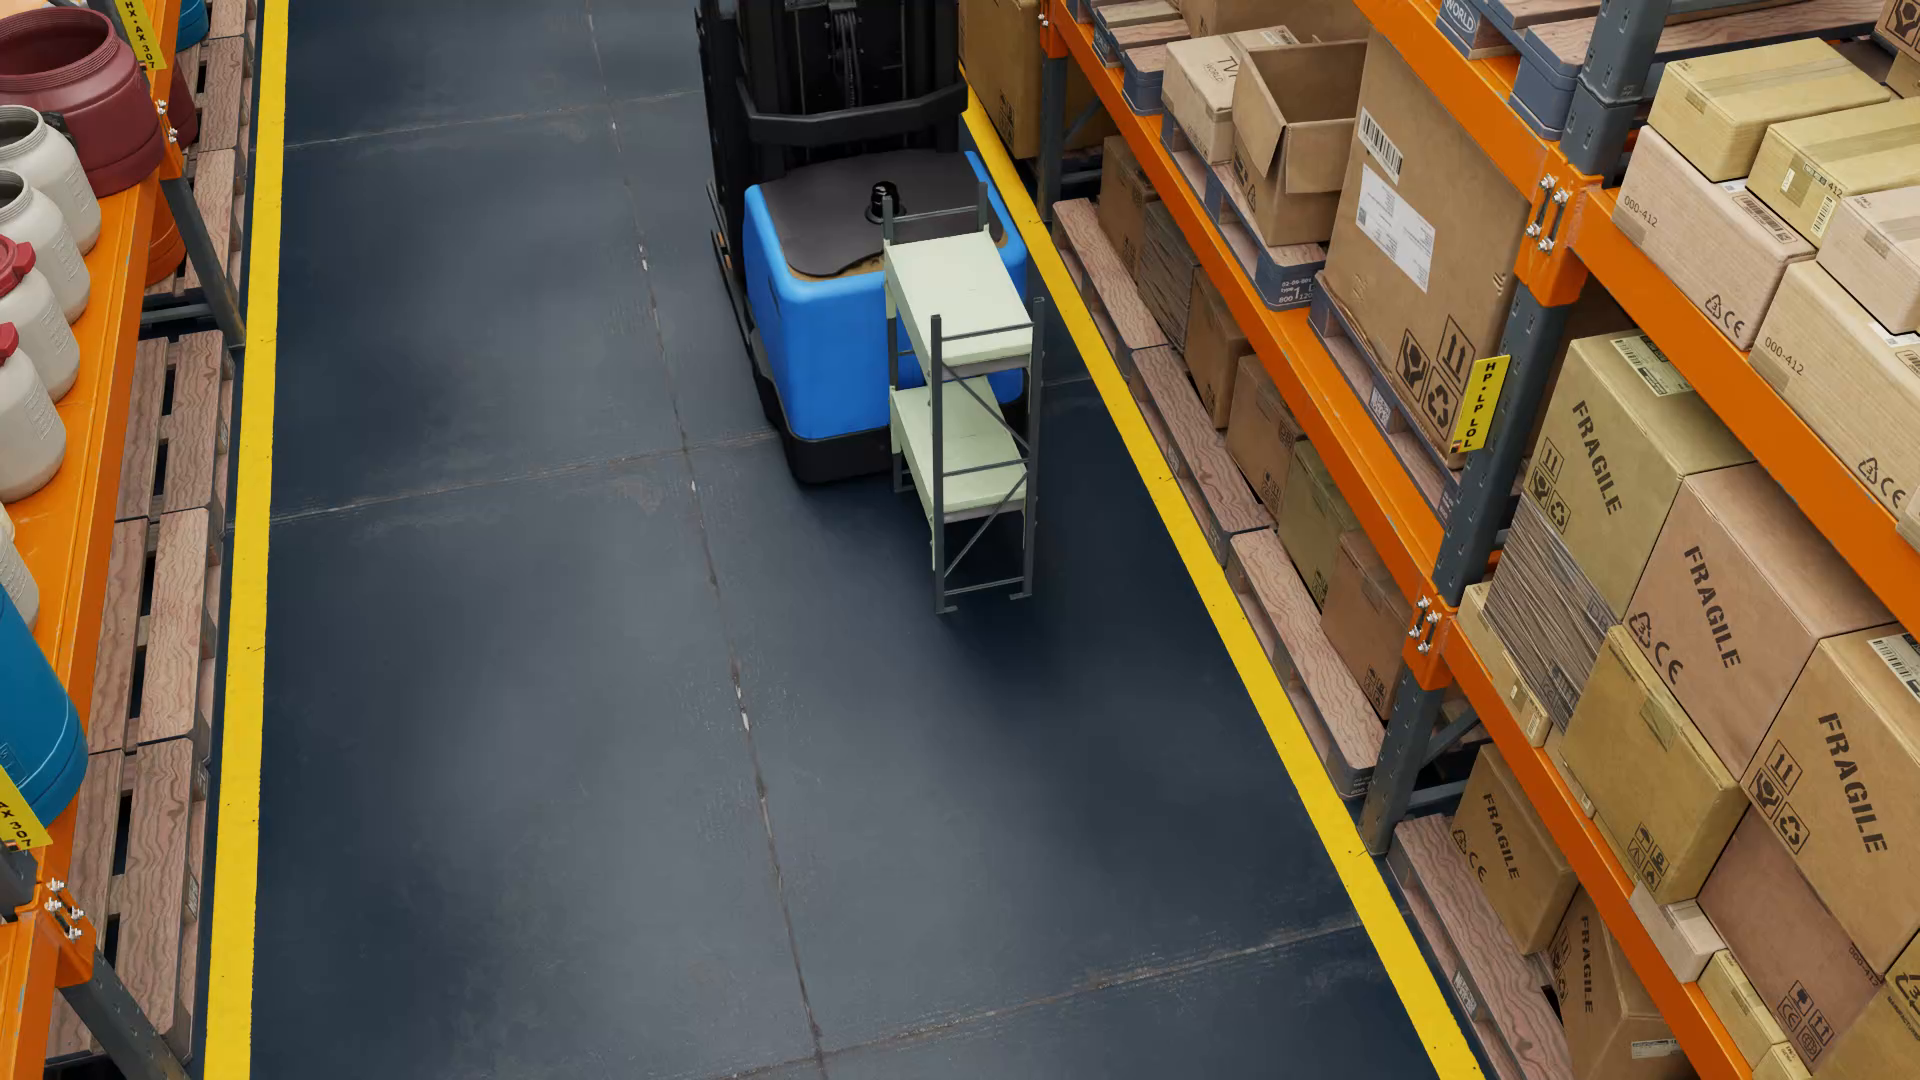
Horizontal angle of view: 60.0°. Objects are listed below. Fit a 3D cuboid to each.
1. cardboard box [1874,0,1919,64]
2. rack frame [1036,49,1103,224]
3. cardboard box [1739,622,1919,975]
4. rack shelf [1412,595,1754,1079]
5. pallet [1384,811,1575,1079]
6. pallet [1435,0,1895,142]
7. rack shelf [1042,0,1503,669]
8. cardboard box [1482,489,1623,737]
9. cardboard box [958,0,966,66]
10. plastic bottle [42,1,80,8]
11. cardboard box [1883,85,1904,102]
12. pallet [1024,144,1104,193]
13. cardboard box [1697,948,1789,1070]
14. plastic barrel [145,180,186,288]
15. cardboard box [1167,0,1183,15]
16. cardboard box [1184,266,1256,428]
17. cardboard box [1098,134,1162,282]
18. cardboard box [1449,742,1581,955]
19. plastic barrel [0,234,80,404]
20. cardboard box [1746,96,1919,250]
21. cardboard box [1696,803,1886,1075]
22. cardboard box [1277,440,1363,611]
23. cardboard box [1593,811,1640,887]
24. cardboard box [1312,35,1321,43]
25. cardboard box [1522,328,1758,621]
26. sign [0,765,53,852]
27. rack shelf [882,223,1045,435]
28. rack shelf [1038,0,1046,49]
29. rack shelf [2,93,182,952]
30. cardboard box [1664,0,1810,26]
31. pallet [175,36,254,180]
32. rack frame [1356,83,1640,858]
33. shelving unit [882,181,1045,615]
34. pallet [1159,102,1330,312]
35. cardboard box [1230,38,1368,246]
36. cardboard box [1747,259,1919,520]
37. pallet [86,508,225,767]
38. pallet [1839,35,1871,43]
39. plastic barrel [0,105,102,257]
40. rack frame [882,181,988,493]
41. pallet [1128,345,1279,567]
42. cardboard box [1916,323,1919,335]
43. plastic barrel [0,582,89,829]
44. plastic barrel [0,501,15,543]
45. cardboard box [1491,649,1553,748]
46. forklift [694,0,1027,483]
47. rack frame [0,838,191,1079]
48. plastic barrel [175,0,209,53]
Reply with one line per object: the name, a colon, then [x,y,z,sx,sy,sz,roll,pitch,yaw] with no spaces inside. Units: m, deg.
cardboard box: [2.284,-1.158,3.306,0.500,0.500,0.500,-12,47,-11]
rack frame: [0.899,-2.819,7.664,1.000,3.000,0.127,-11,47,-10]
cardboard box: [2.049,0.501,3.432,0.500,0.500,0.500,-11,47,-10]
rack shelf: [2.435,1.575,3.861,1.077,0.370,4.000,-11,47,-10]
pallet: [2.129,1.375,5.505,1.003,0.211,1.213,-11,47,-10]
pallet: [1.868,-1.488,4.390,1.213,0.211,1.003,-11,47,-10]
rack shelf: [1.411,-1.187,6.567,1.077,0.370,4.000,-11,47,-10]
cardboard box: [1.978,0.125,4.500,0.875,0.500,0.500,-11,47,-10]
cardboard box: [0.521,-3.320,9.348,1.225,0.875,0.875,-11,47,-10]
plastic bottle: [-3.835,-2.200,7.144,0.152,0.276,0.135,-11,47,-10]
cardboard box: [2.292,-0.788,3.678,0.500,0.250,0.500,-9,46,-9]
pallet: [0.770,-2.401,9.206,1.003,0.211,1.213,-11,47,-10]
cardboard box: [2.031,1.092,4.006,0.380,0.149,0.250,-11,47,-10]
plastic barrel: [-4.031,-1.636,7.729,0.600,0.830,0.708,-11,47,-10]
cardboard box: [1.076,-2.636,7.120,0.500,0.500,0.500,-16,48,-15]
cardboard box: [1.396,-0.869,7.194,0.700,0.500,0.500,-7,46,-7]
cardboard box: [1.089,-1.640,7.949,0.700,0.500,0.500,-13,47,-12]
cardboard box: [1.986,0.954,5.422,0.500,0.500,0.500,-12,47,-12]
plastic barrel: [-3.197,-0.706,5.497,0.433,0.535,0.433,0,46,0]
cardboard box: [1.842,-0.743,3.354,0.380,0.149,0.250,-13,47,-12]
cardboard box: [2.297,0.804,3.835,0.875,0.500,0.500,-11,47,-10]
cardboard box: [1.682,-0.097,6.438,0.700,0.500,0.500,-11,47,-11]
cardboard box: [1.902,0.747,4.344,0.380,0.149,0.250,-11,47,-10]
cardboard box: [1.587,-1.817,6.482,0.396,0.266,0.258,-12,47,-11]
cardboard box: [1.792,-0.190,4.108,0.500,0.500,0.500,-11,47,-10]
sign: [-2.331,0.658,4.062,0.100,0.325,0.005,-11,47,-10]
rack shelf: [0.002,-0.793,6.182,0.431,0.370,0.720,-11,47,-10]
rack shelf: [0.387,-3.948,9.274,1.077,0.370,4.000,-11,47,-10]
rack shelf: [-3.377,-0.281,5.680,1.077,0.370,4.000,-11,47,-10]
cardboard box: [1.898,-1.633,4.035,0.797,0.503,0.637,-13,47,-12]
pallet: [-4.440,-2.315,9.122,1.003,0.211,1.213,-11,47,-10]
rack frame: [1.923,-0.058,4.957,1.000,3.000,0.127,-11,47,-10]
shelving unit: [0.002,-0.520,6.461,0.431,1.500,0.755,-11,47,-10]
pallet: [1.445,-1.393,6.400,1.003,0.211,1.213,-11,47,-10]
cardboard box: [1.390,-1.421,5.927,0.797,0.503,0.637,-6,46,-6]
cardboard box: [1.931,-0.333,3.232,0.500,0.250,0.500,-11,47,-11]
pallet: [-3.420,0.445,6.417,1.003,0.211,1.213,-11,47,-10]
pallet: [5.521,-3.220,10.009,1.003,0.211,1.213,-11,47,-10]
plastic barrel: [-3.419,-1.282,6.078,0.421,0.512,0.421,0,46,0]
rack frame: [-0.092,-0.773,6.708,0.400,1.500,0.023,-11,47,-10]
pallet: [1.406,-0.463,7.307,1.003,0.211,1.213,-11,47,-10]
cardboard box: [1.995,-0.390,3.008,0.380,0.149,0.250,-9,46,-9]
plastic barrel: [-2.671,0.350,4.206,0.600,0.901,0.708,-11,47,-10]
plastic barrel: [-3.056,-0.046,5.042,0.301,0.262,0.301,0,46,0]
cardboard box: [1.738,0.409,4.676,0.380,0.149,0.250,-11,47,-10]
forklift: [-0.611,-2.344,7.246,1.130,2.935,3.031,-12,47,-11]
rack frame: [-2.862,0.847,4.070,0.949,2.616,0.053,-11,47,-10]
plastic barrel: [-4.609,-3.220,9.232,0.600,0.901,0.708,-11,47,-10]
